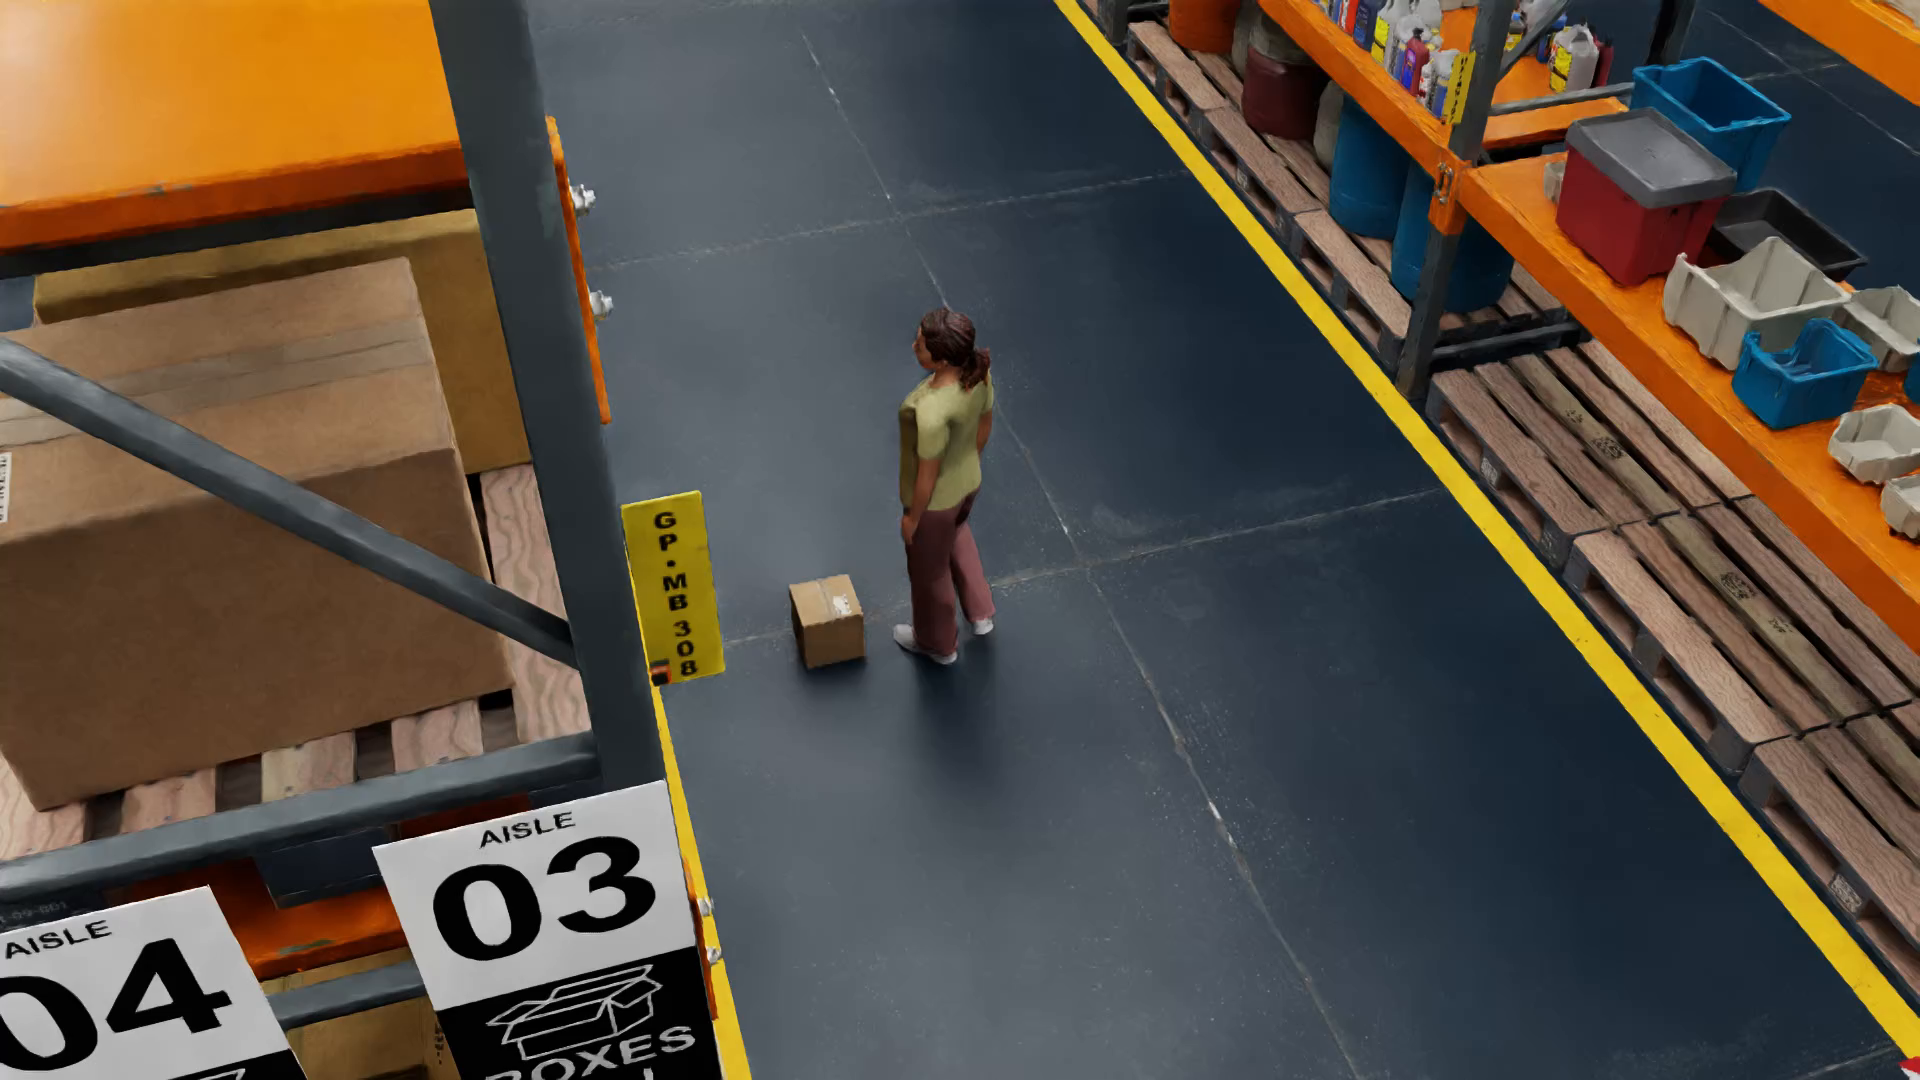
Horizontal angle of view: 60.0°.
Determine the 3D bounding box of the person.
[{"bbox_3d":[-0.058,-0.206,6.371,0.396,1.677,0.525,25,48,24],"label":"person"}]
